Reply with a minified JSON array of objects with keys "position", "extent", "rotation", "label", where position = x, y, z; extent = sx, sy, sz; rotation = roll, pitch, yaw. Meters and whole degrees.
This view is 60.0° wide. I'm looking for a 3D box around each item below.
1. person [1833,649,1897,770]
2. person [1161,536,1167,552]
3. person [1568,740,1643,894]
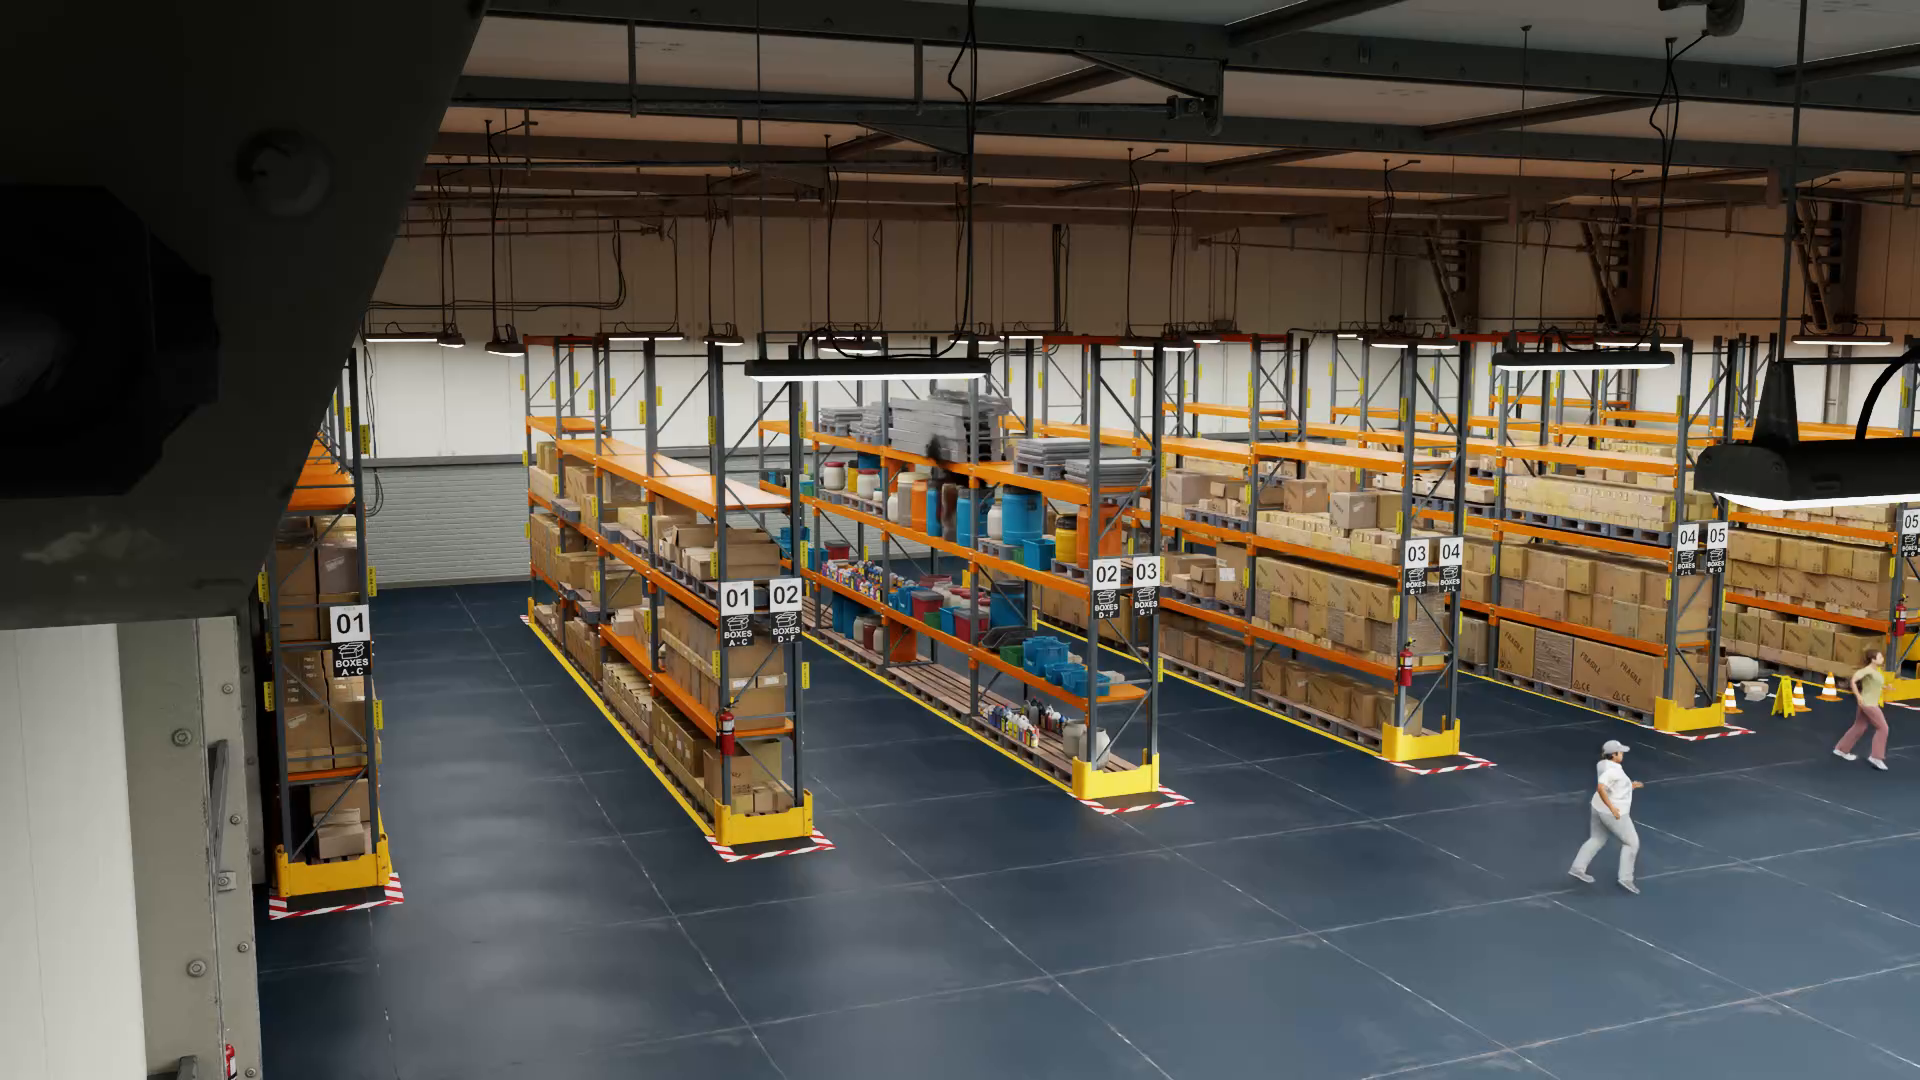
[{"position":[12.863,2.381,23.622],"extent":[0.744,1.724,0.562],"rotation":[4,9,27],"label":"person"},{"position":[4.497,0.476,37.839],"extent":[0.577,1.617,0.796],"rotation":[-2,8,-14],"label":"person"},{"position":[7.193,3.069,18.451],"extent":[0.764,1.729,0.579],"rotation":[0,8,-4],"label":"person"}]
